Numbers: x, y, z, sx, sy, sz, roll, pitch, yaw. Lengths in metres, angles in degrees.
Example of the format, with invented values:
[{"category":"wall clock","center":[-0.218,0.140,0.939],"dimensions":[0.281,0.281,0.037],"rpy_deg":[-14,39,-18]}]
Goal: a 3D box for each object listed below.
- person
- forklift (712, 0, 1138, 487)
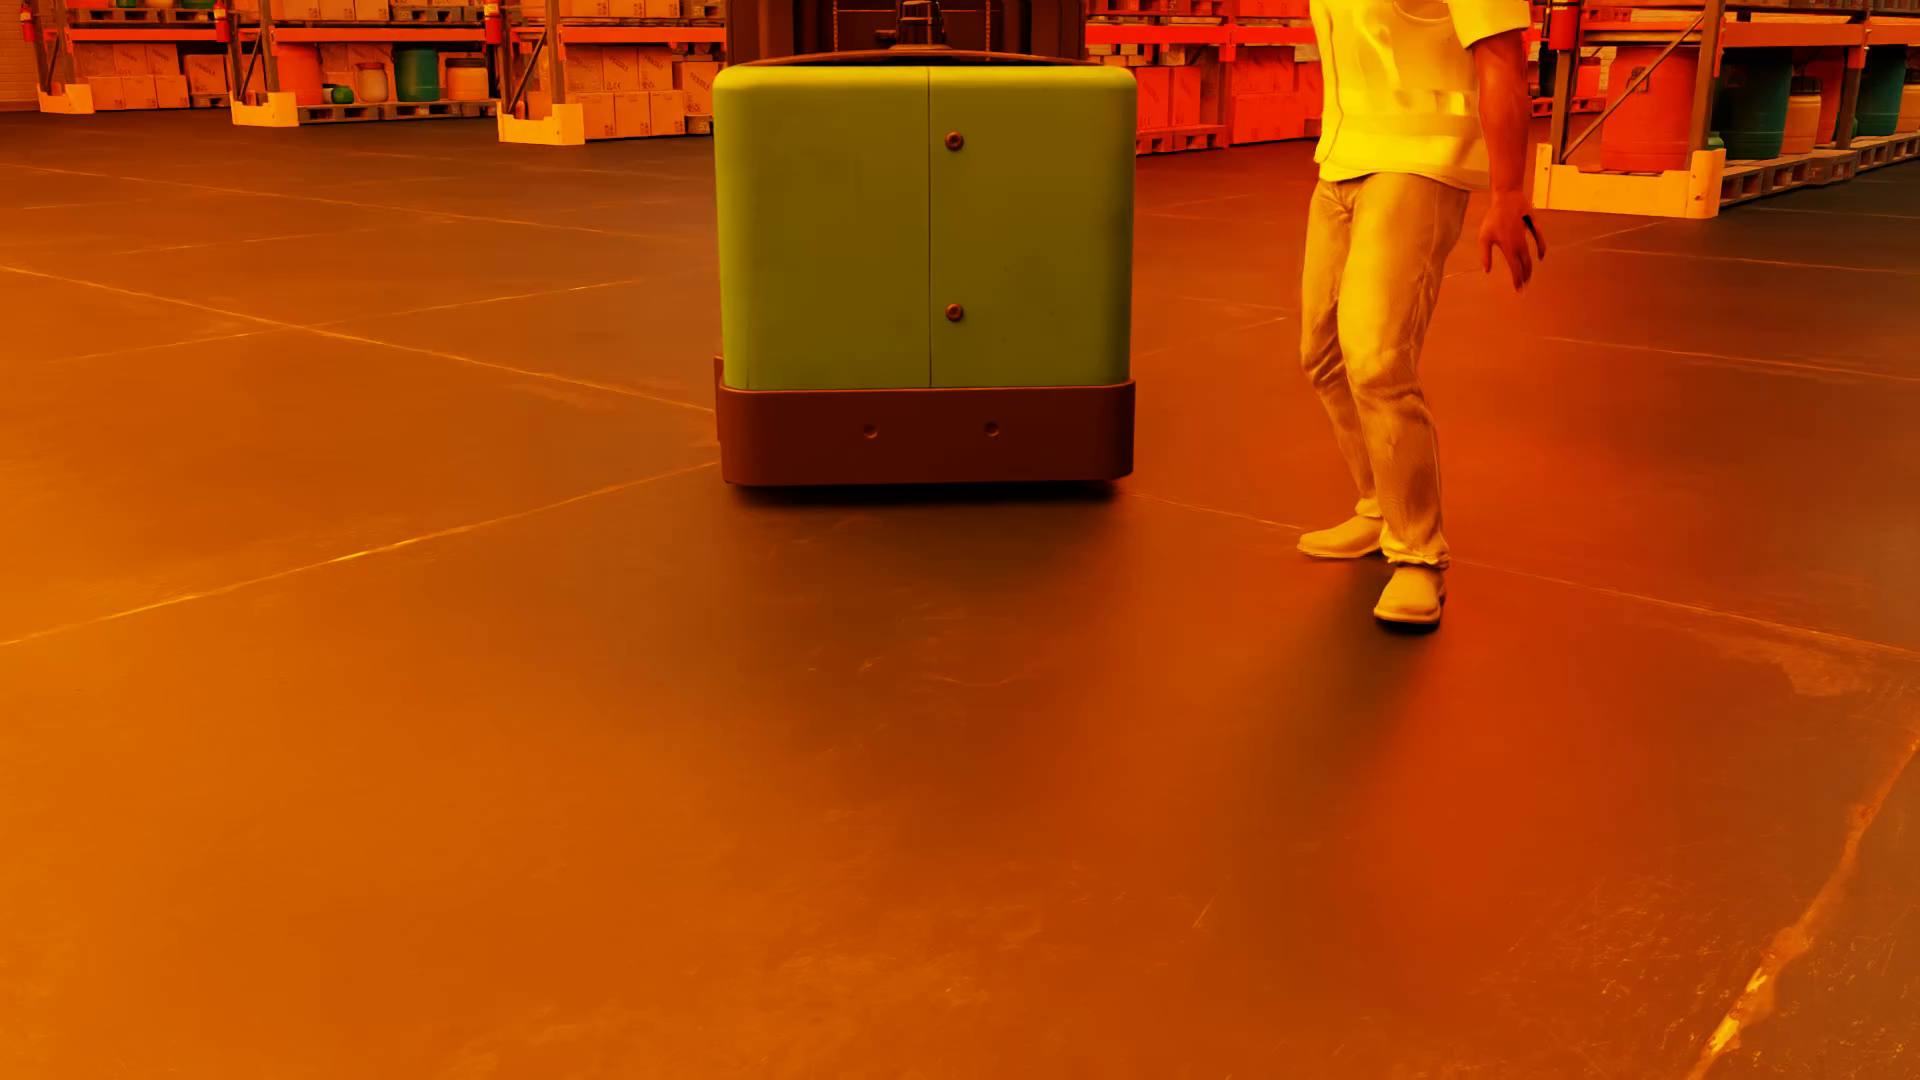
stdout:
[{"category":"person","center":[0.892,-0.757,3.491],"dimensions":[0.471,1.733,0.893],"rpy_deg":[-3,17,-11]},{"category":"forklift","center":[-0.181,-1.913,5.198],"dimensions":[1.130,2.935,3.031],"rpy_deg":[-1,17,-4]}]
